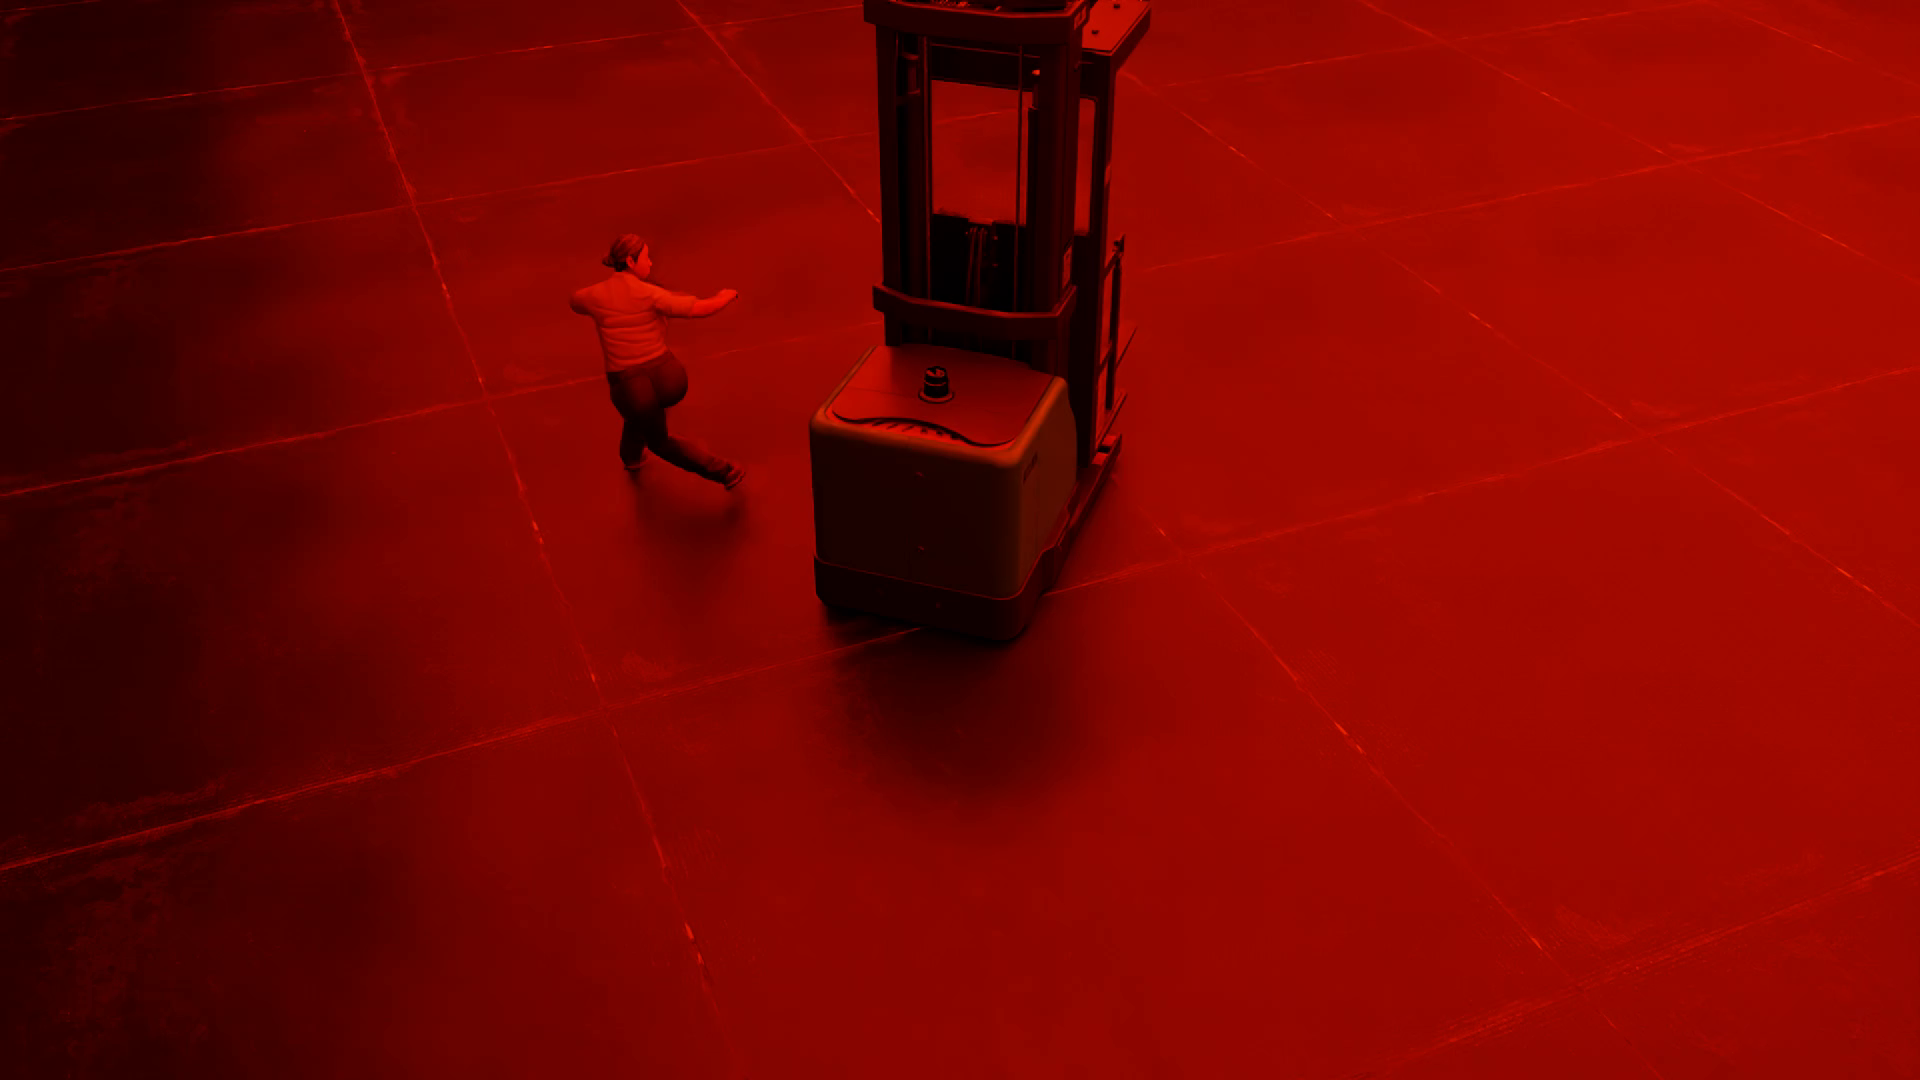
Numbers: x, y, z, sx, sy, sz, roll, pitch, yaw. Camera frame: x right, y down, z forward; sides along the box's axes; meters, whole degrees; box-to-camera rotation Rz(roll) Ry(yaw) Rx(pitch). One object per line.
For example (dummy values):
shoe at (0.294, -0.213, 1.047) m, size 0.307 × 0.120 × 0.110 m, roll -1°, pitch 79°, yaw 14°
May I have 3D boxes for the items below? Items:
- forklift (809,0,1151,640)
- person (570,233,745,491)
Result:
forklift at (0.258, -1.576, 8.314) m, size 1.130 × 2.935 × 3.031 m, roll 11°, pitch 37°, yaw 16°
person at (-1.569, -0.972, 8.812) m, size 0.836 × 1.443 × 1.062 m, roll -15°, pitch 38°, yaw -21°
